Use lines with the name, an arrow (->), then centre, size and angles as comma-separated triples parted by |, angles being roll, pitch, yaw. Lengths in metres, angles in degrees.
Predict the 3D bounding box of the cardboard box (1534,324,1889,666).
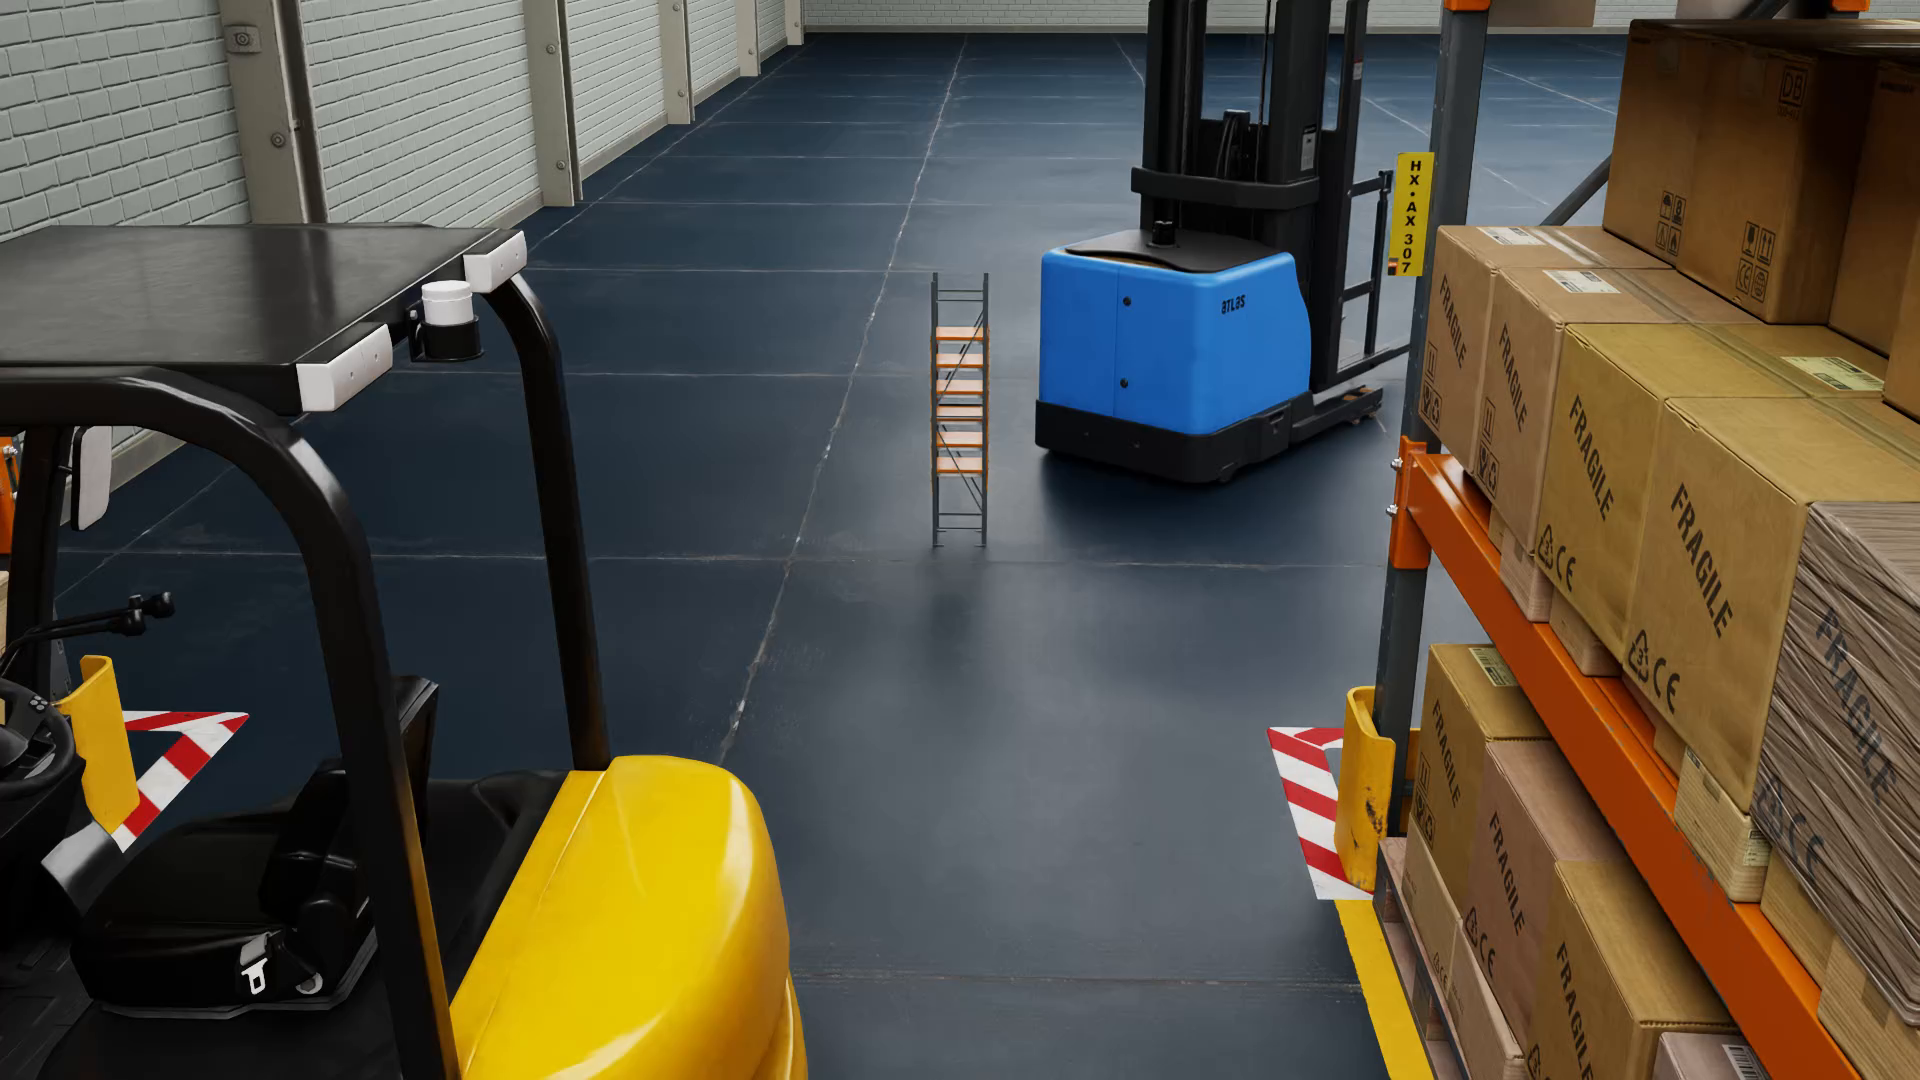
cardboard box -> 1.420, -0.097, 3.082 | 0.500, 0.500, 0.500 | 0, 21, 1

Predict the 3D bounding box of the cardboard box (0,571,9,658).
cardboard box -> -2.925, 0.285, 4.485 | 0.500, 0.250, 0.500 | 1, 21, 3

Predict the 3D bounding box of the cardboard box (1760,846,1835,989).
cardboard box -> 1.387, 0.533, 2.356 | 0.380, 0.149, 0.250 | 0, 21, 1

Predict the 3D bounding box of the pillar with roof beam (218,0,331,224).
pillar with roof beam -> 0.340, -5.181, 8.443 | 9.100, 9.000, 0.400 | 1, 21, 2

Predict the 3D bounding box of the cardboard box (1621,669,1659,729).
cardboard box -> 1.463, 0.254, 3.074 | 0.380, 0.149, 0.250 | 1, 21, 3

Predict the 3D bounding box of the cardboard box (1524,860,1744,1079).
cardboard box -> 1.402, 0.953, 3.110 | 0.500, 0.500, 0.500 | 1, 21, 3

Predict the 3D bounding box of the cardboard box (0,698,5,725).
cardboard box -> -2.925, 0.528, 4.551 | 0.500, 0.250, 0.500 | 0, 21, 1

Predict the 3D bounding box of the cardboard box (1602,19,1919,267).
cardboard box -> 1.941, -0.915, 3.810 | 0.700, 0.500, 0.500 | 0, 21, 0

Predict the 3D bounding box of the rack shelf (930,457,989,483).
rack shelf -> 0.000, -0.299, 7.428 | 0.258, 0.103, 0.180 | 1, 21, 2

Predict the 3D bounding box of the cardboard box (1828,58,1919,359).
cardboard box -> 2.006, -0.547, 2.860 | 0.700, 0.500, 0.500 | 0, 21, 1

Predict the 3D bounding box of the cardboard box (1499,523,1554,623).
cardboard box -> 1.385, 0.064, 3.564 | 0.380, 0.149, 0.250 | 1, 21, 2

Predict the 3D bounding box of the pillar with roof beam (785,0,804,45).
pillar with roof beam -> 1.070, -13.859, 30.807 | 9.100, 9.000, 0.400 | 1, 21, 2

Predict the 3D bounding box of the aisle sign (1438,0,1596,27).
aisle sign -> 1.430, -1.689, 4.141 | 0.394, 0.787, 0.004 | 1, 21, 2

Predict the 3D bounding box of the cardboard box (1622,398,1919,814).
cardboard box -> 1.413, 0.087, 2.608 | 0.500, 0.500, 0.500 | 0, 21, 1

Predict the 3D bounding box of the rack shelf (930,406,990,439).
rack shelf -> 0.000, -0.523, 7.341 | 0.258, 0.103, 0.180 | 1, 21, 2

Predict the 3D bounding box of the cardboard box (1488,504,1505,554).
cardboard box -> 1.439, -0.027, 3.799 | 0.380, 0.149, 0.250 | 0, 21, 0

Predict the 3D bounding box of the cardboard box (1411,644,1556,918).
cardboard box -> 1.437, 0.583, 4.065 | 0.500, 0.500, 0.500 | 0, 21, 0

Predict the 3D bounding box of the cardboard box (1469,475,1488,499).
cardboard box -> 1.521, -0.213, 4.280 | 0.380, 0.149, 0.250 | 1, 21, 2

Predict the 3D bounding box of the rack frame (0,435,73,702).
rack frame -> -3.223, -0.504, 4.682 | 1.000, 3.000, 0.127 | 1, 21, 2

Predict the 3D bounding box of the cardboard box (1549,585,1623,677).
cardboard box -> 1.411, 0.158, 3.322 | 0.380, 0.149, 0.250 | 1, 21, 3

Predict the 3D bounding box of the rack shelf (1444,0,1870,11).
rack shelf -> 1.678, -0.791, 2.269 | 1.077, 0.370, 4.000 | 1, 21, 2

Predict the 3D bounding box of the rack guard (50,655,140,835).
rack guard -> -3.222, 0.652, 5.157 | 1.175, 0.500, 0.348 | 1, 21, 2

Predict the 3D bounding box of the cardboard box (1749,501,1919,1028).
cardboard box -> 1.402, 0.273, 2.130 | 0.500, 0.500, 0.500 | 1, 21, 3

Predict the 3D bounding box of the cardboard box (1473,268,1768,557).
cardboard box -> 1.434, -0.281, 3.557 | 0.500, 0.500, 0.500 | 1, 21, 3

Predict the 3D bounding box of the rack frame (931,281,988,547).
rack frame -> -0.002, -0.532, 7.240 | 0.240, 1.200, 0.006 | 1, 21, 2

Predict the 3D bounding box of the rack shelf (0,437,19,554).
rack shelf -> -3.284, 0.554, 2.949 | 1.077, 0.370, 4.000 | 1, 21, 2

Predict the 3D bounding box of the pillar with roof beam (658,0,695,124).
pillar with roof beam -> 0.705, -9.520, 19.625 | 9.100, 9.000, 0.400 | 1, 21, 2

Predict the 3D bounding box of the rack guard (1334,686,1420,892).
rack guard -> 1.736, 0.742, 4.926 | 1.175, 0.500, 0.348 | 1, 21, 2

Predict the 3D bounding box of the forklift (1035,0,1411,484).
forklift -> 1.712, -2.101, 8.891 | 1.130, 2.935, 3.031 | 17, 27, 36

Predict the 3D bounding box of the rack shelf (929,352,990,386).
rack shelf -> 0.000, -0.747, 7.255 | 0.258, 0.103, 0.180 | 1, 21, 2

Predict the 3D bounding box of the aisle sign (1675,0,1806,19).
aisle sign -> 2.030, -1.682, 4.124 | 0.394, 0.787, 0.004 | 1, 21, 2

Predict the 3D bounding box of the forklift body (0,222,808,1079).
forklift body -> -1.457, 0.597, 3.017 | 2.313, 2.155, 1.214 | 1, 21, 2

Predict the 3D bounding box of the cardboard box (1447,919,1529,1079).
cardboard box -> 1.414, 1.108, 3.747 | 0.500, 0.250, 0.500 | 1, 21, 4

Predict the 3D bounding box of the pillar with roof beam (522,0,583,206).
pillar with roof beam -> 0.523, -7.351, 14.034 | 9.100, 9.000, 0.400 | 1, 21, 2

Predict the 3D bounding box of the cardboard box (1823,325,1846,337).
cardboard box -> 1.977, -0.256, 3.493 | 0.500, 0.500, 0.500 | 1, 21, 2

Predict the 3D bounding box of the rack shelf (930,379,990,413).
rack shelf -> 0.000, -0.635, 7.298 | 0.258, 0.103, 0.180 | 1, 21, 2

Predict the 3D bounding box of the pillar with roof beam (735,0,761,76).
pillar with roof beam -> 0.888, -11.690, 25.216 | 9.100, 9.000, 0.400 | 1, 21, 2

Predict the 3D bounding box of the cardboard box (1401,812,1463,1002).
cardboard box -> 1.437, 0.924, 4.223 | 0.500, 0.250, 0.500 | 0, 21, 1

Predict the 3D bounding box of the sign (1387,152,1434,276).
sign -> 1.196, -0.861, 4.404 | 0.100, 0.325, 0.005 | 1, 21, 2

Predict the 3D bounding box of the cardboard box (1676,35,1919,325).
cardboard box -> 1.918, -0.733, 3.339 | 0.700, 0.500, 0.500 | 1, 21, 2

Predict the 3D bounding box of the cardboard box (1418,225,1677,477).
cardboard box -> 1.447, -0.468, 4.040 | 0.500, 0.500, 0.500 | 0, 21, 1

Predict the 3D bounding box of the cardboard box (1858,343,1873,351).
cardboard box -> 1.959, -0.075, 3.027 | 0.500, 0.500, 0.500 | 1, 21, 1

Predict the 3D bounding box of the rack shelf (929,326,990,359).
rack shelf -> 0.000, -0.859, 7.211 | 0.258, 0.103, 0.180 | 1, 21, 2

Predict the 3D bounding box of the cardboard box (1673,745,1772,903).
cardboard box -> 1.359, 0.440, 2.596 | 0.380, 0.149, 0.250 | 1, 21, 2

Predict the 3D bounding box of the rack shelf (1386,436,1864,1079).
rack shelf -> 1.678, 0.607, 2.811 | 1.077, 0.370, 4.000 | 1, 21, 2

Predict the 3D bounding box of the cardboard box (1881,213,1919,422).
cardboard box -> 1.852, -0.368, 2.399 | 0.700, 0.500, 0.500 | 1, 21, 1

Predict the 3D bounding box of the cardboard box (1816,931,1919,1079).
cardboard box -> 1.350, 0.625, 2.118 | 0.380, 0.149, 0.250 | 0, 21, 1

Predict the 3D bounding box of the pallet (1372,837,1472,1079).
pallet -> 1.676, 1.170, 4.222 | 1.003, 0.211, 1.213 | 1, 21, 2

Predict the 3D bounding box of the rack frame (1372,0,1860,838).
rack frame -> 1.738, -0.451, 4.545 | 1.000, 3.000, 0.127 | 1, 21, 2

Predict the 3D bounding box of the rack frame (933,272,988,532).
rack frame -> 0.003, -0.598, 7.411 | 0.240, 1.200, 0.006 | 1, 21, 2

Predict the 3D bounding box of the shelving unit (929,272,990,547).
shelving unit -> 0.000, -0.565, 7.325 | 0.258, 1.200, 0.189 | 1, 21, 2

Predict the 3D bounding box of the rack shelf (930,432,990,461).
rack shelf -> 0.000, -0.411, 7.385 | 0.258, 0.103, 0.180 | 1, 21, 2

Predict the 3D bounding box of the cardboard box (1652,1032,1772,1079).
cardboard box -> 1.395, 1.146, 2.612 | 0.500, 0.500, 0.500 | 2, 21, 4

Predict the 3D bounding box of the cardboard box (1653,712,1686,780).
cardboard box -> 1.425, 0.349, 2.829 | 0.380, 0.149, 0.250 | 0, 21, 0

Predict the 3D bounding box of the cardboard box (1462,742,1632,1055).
cardboard box -> 1.426, 0.772, 3.577 | 0.500, 0.500, 0.500 | 0, 21, 0
